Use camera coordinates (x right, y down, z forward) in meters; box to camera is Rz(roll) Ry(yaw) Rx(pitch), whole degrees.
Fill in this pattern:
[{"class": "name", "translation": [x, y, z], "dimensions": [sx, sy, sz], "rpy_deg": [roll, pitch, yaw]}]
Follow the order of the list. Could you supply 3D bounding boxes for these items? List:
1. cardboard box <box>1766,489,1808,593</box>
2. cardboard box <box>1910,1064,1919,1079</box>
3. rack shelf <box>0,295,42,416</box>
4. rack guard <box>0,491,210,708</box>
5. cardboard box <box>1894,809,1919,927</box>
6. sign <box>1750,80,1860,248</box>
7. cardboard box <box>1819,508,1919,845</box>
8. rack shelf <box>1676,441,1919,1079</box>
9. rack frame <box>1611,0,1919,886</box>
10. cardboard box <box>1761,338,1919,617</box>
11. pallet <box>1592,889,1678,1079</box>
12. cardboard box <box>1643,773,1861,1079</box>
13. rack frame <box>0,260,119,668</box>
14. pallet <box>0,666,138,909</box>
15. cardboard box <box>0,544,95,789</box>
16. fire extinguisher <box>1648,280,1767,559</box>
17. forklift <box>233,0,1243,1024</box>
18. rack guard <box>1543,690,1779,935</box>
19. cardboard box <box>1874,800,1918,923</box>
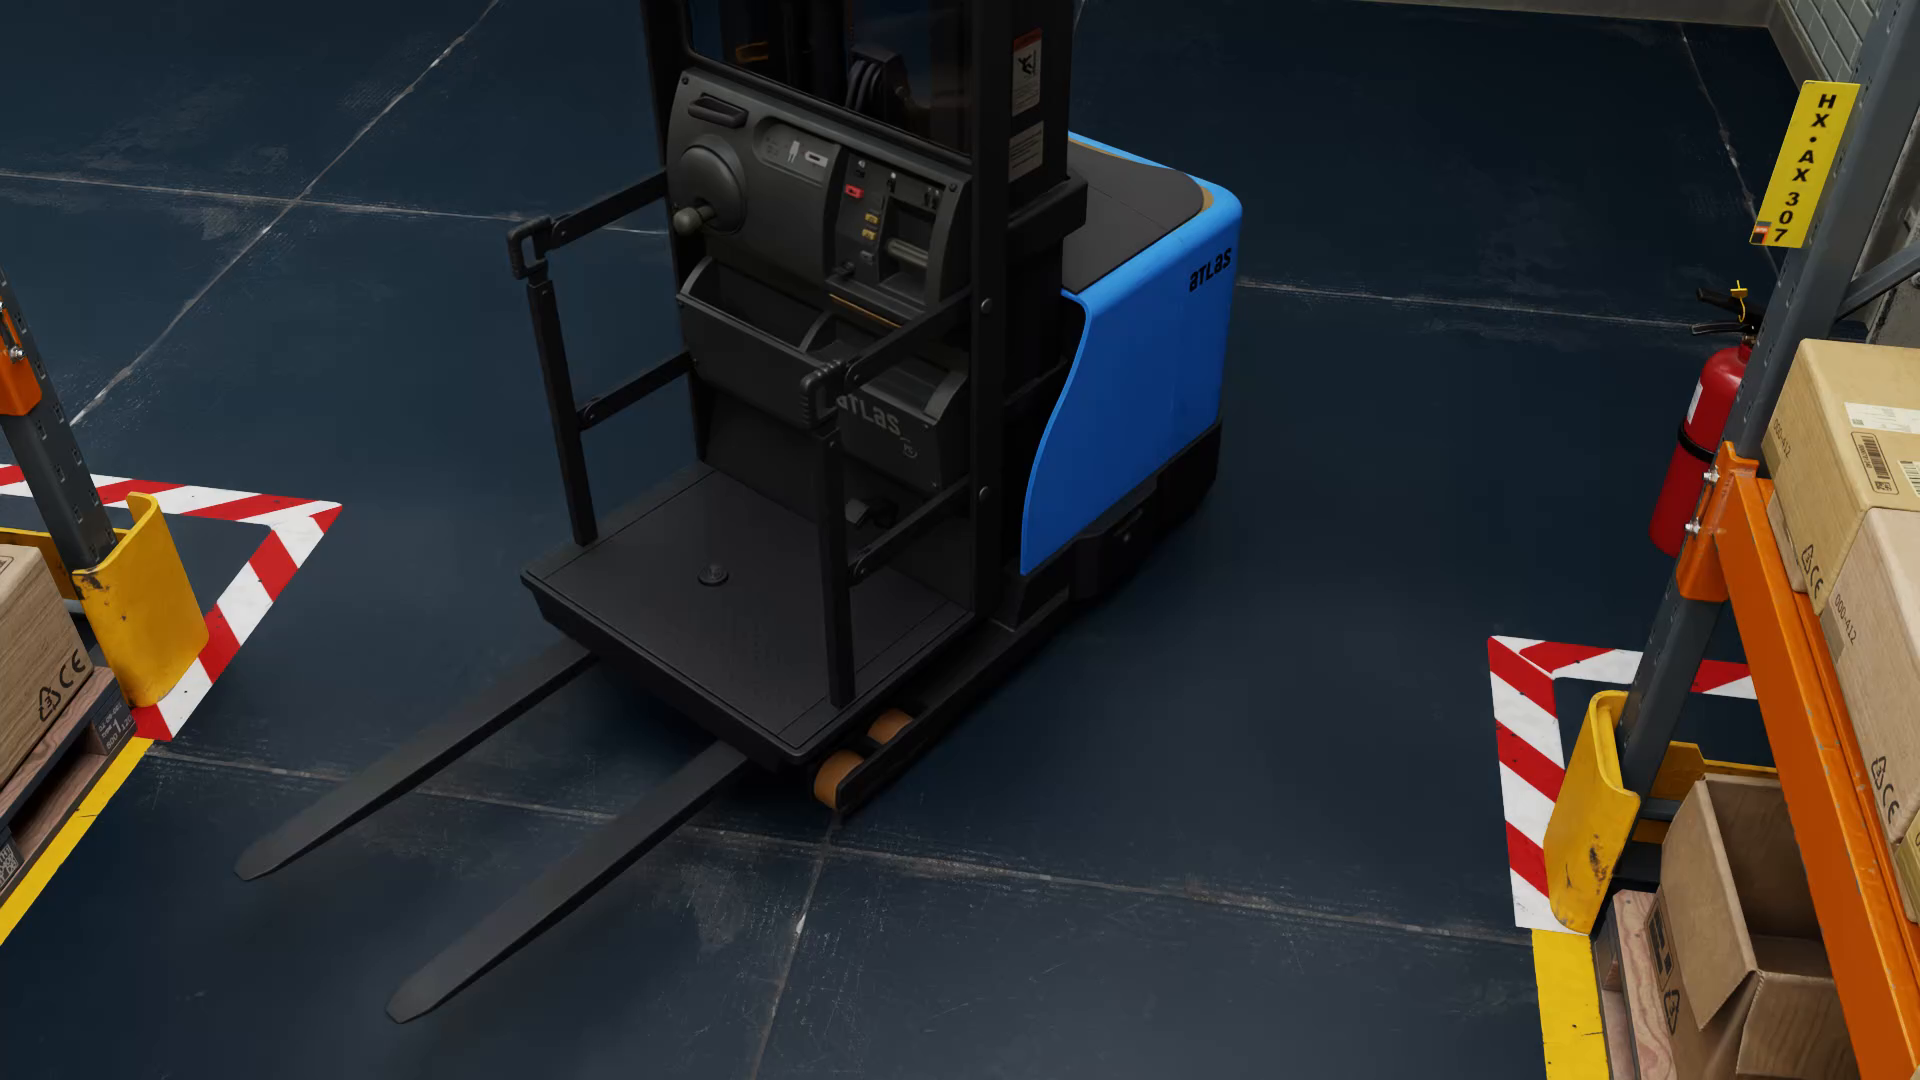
[{"class": "cardboard box", "translation": [1.753, -0.016, 3.113], "dimensions": [0.380, 0.149, 0.250], "rpy_deg": [6, 40, 7]}, {"class": "cardboard box", "translation": [1.481, 0.787, 2.141], "dimensions": [0.380, 0.149, 0.250], "rpy_deg": [5, 40, 6]}, {"class": "rack shelf", "translation": [-3.156, 0.698, 2.616], "dimensions": [1.077, 0.370, 4.000], "rpy_deg": [6, 40, 8]}, {"class": "rack guard", "translation": [-2.805, 0.114, 4.719], "dimensions": [1.175, 0.500, 0.348], "rpy_deg": [6, 40, 8]}, {"class": "cardboard box", "translation": [1.564, 0.544, 2.122], "dimensions": [0.500, 0.250, 0.500], "rpy_deg": [6, 40, 7]}, {"class": "sign", "translation": [1.545, -0.682, 3.042], "dimensions": [0.100, 0.325, 0.005], "rpy_deg": [6, 40, 8]}, {"class": "cardboard box", "translation": [1.649, 0.226, 2.507], "dimensions": [0.500, 0.250, 0.500], "rpy_deg": [7, 40, 8]}, {"class": "rack shelf", "translation": [1.734, 1.243, 1.957], "dimensions": [1.077, 0.370, 4.000], "rpy_deg": [6, 40, 8]}, {"class": "rack frame", "translation": [2.080, -0.289, 3.246], "dimensions": [1.000, 3.000, 0.127], "rpy_deg": [6, 40, 8]}, {"class": "cardboard box", "translation": [1.736, -0.091, 2.890], "dimensions": [0.500, 0.250, 0.500], "rpy_deg": [7, 40, 8]}, {"class": "pallet", "translation": [1.930, 1.334, 3.471], "dimensions": [1.003, 0.211, 1.213], "rpy_deg": [6, 40, 8]}, {"class": "cardboard box", "translation": [1.881, 0.885, 3.456], "dimensions": [0.797, 0.503, 0.637], "rpy_deg": [5, 40, 6]}, {"class": "rack frame", "translation": [-2.810, -0.834, 3.905], "dimensions": [1.000, 3.000, 0.127], "rpy_deg": [6, 40, 8]}, {"class": "pallet", "translation": [-2.871, 0.751, 4.176], "dimensions": [1.003, 0.211, 1.213], "rpy_deg": [6, 40, 8]}, {"class": "cardboard box", "translation": [-2.825, 0.417, 4.073], "dimensions": [0.875, 0.438, 0.875], "rpy_deg": [5, 40, 6]}, {"class": "fire extinguisher", "translation": [1.650, -0.259, 3.562], "dimensions": [0.296, 0.674, 0.183], "rpy_deg": [6, 40, 8]}, {"class": "forklift", "translation": [-0.503, -0.777, 3.890], "dimensions": [1.130, 2.935, 3.031], "rpy_deg": [28, 47, 30]}, {"class": "rack guard", "translation": [2.067, 0.722, 3.984], "dimensions": [1.175, 0.500, 0.348], "rpy_deg": [6, 40, 8]}, {"class": "cardboard box", "translation": [1.639, 0.469, 2.526], "dimensions": [0.380, 0.149, 0.250], "rpy_deg": [8, 40, 9]}]
